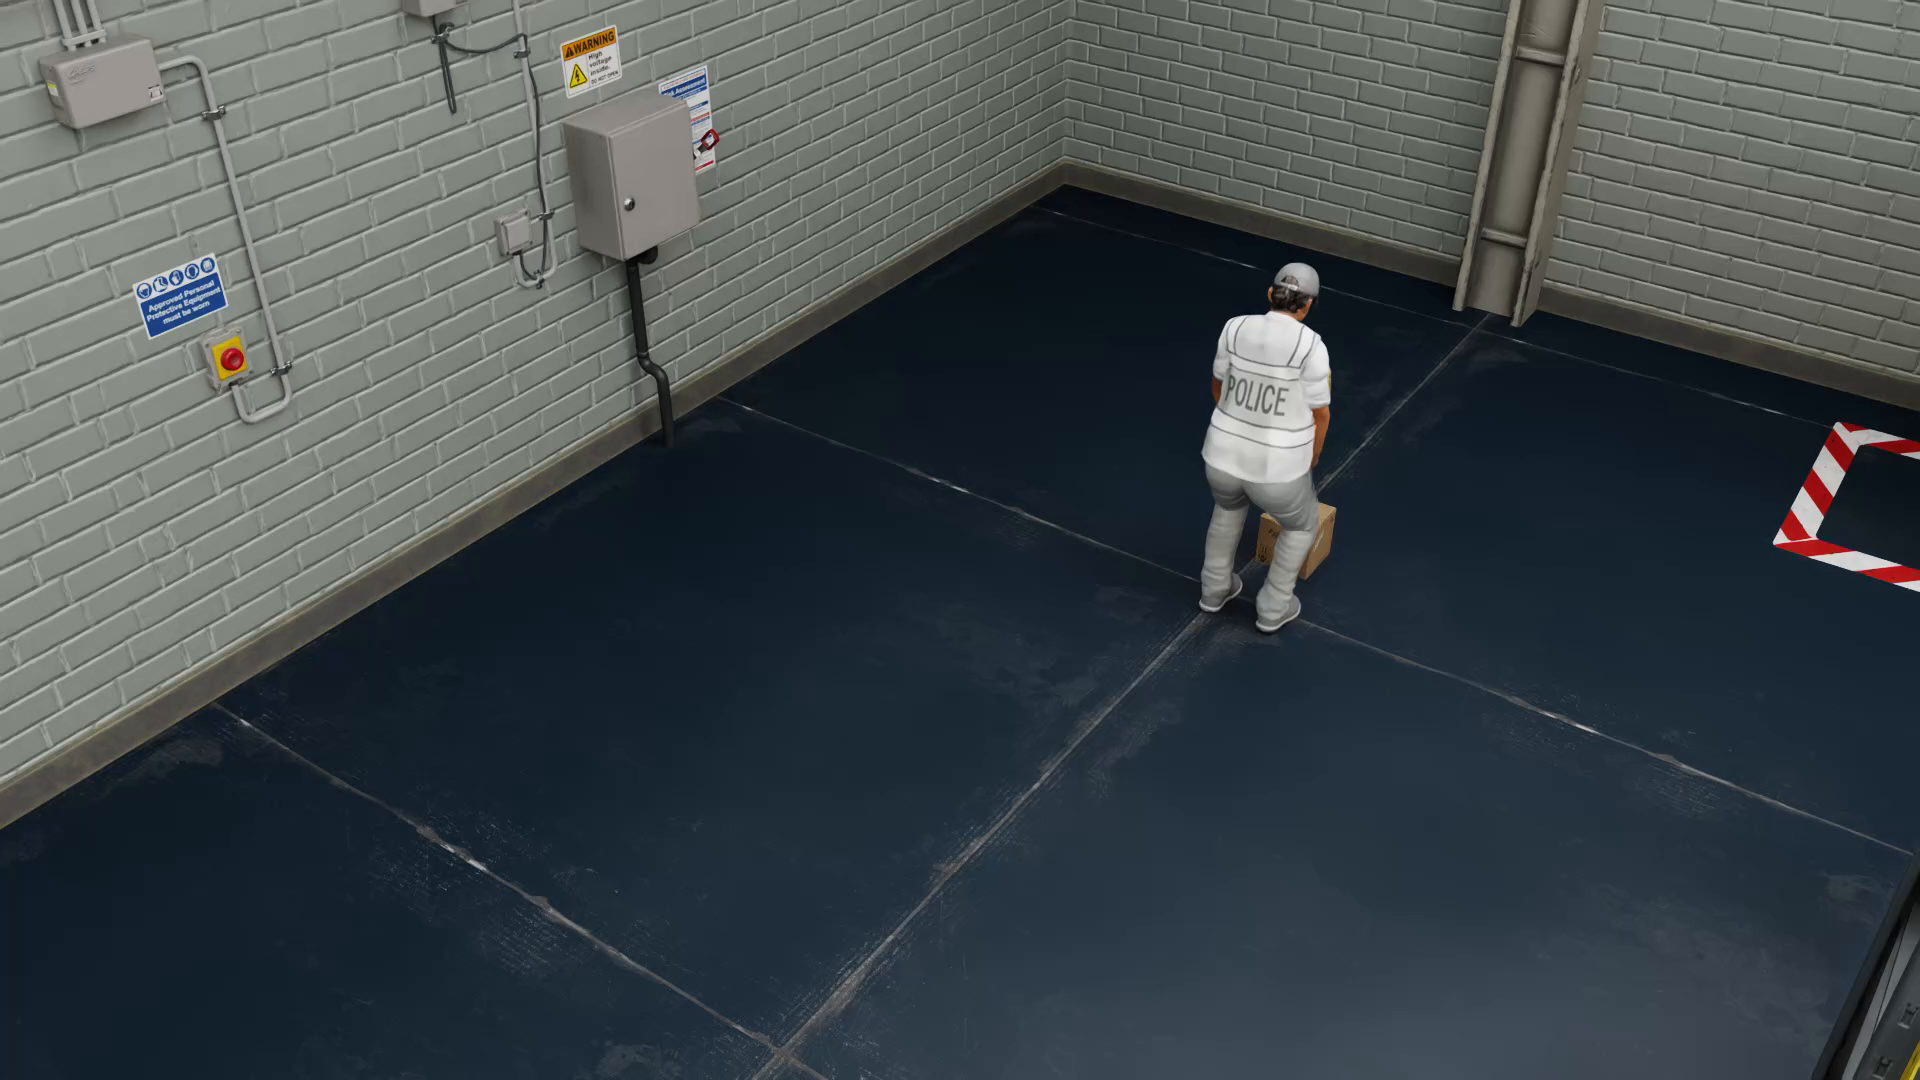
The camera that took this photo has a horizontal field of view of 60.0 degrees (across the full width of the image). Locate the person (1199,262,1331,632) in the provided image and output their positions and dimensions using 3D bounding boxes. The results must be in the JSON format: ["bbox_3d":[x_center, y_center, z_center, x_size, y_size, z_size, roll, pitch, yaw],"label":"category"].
[{"bbox_3d":[1.224,-0.357,6.763,0.515,1.559,0.571,23,41,29],"label":"person"}]
